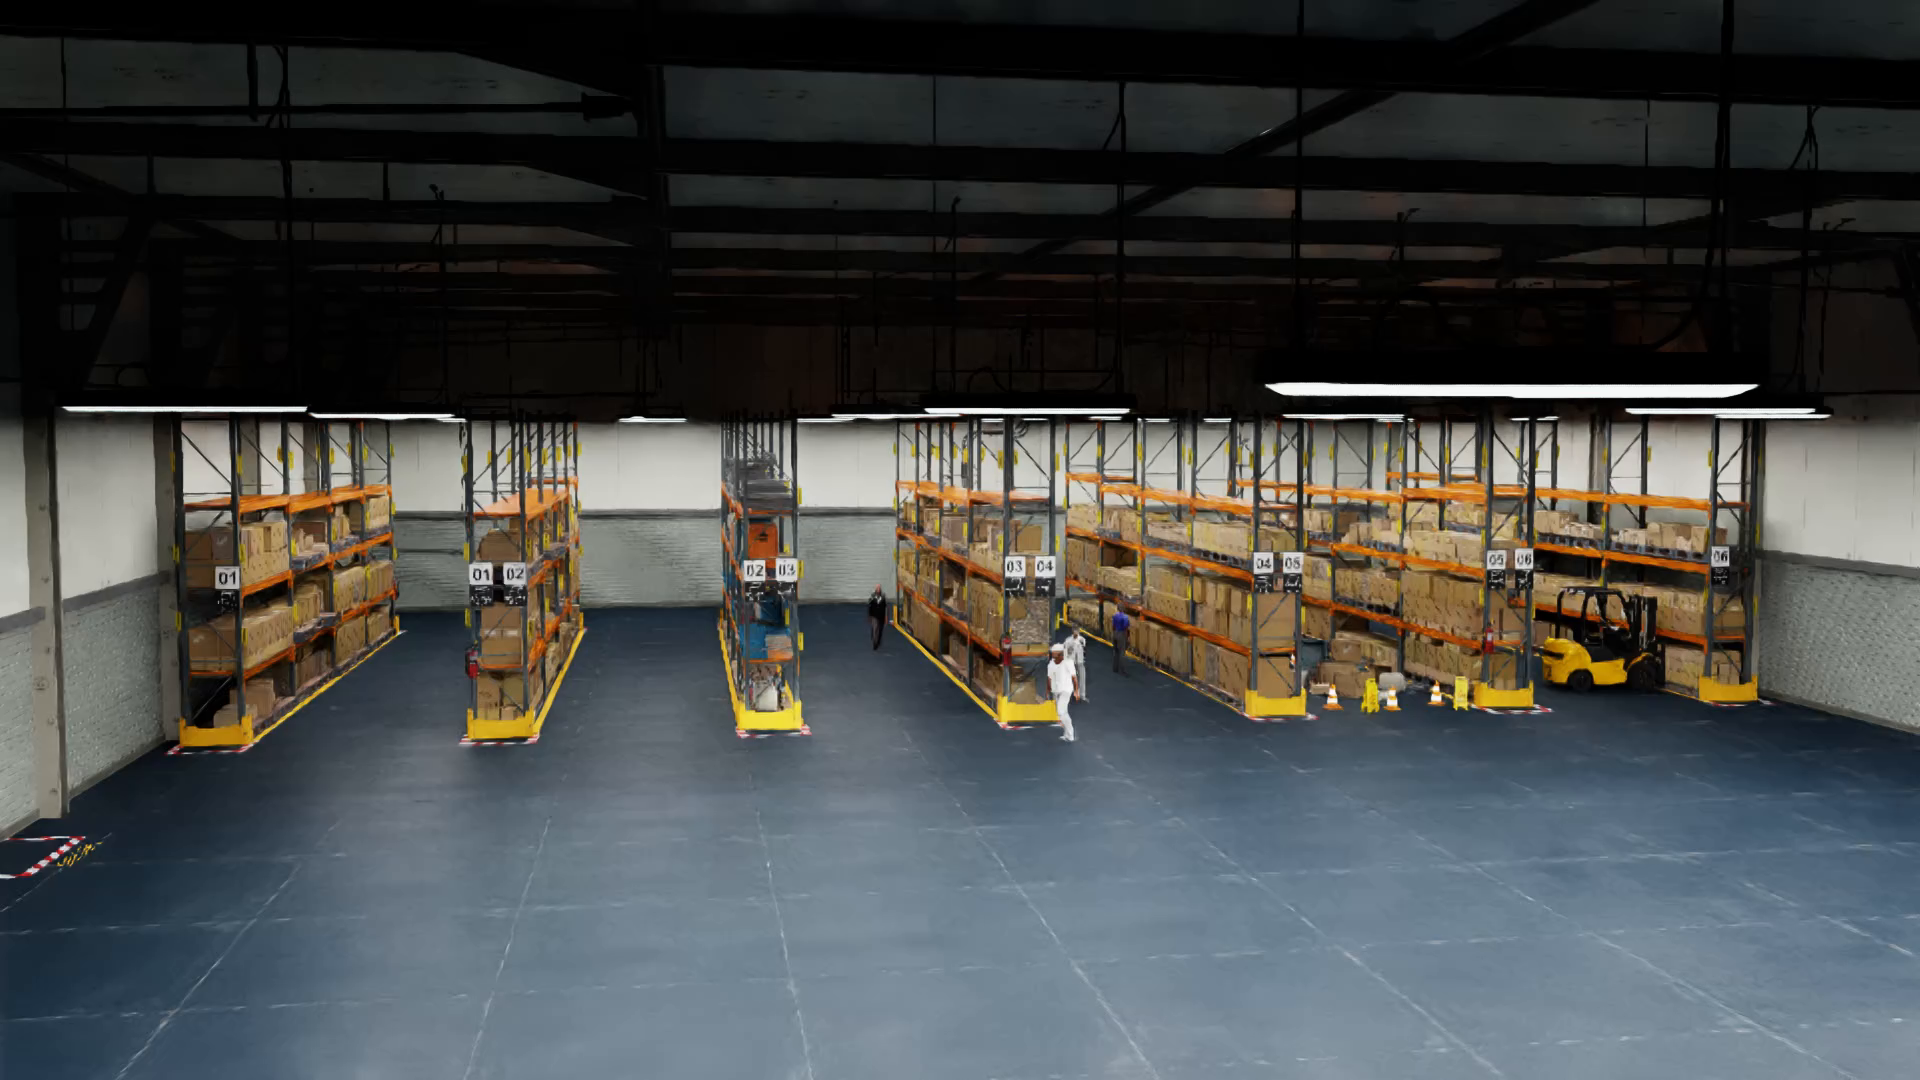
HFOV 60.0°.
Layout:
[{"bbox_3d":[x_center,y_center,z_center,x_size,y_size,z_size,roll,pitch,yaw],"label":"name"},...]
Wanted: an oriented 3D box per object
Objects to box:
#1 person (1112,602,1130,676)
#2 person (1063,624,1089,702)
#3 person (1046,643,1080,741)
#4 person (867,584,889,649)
[{"bbox_3d":[3.675,2.240,37.898,0.421,1.663,0.502,-4,5,-41],"label":"person"},{"bbox_3d":[2.369,2.512,34.315,0.496,1.583,1.072,-1,4,-8],"label":"person"},{"bbox_3d":[1.845,2.737,30.053,0.488,1.752,0.660,-4,5,-42],"label":"person"},{"bbox_3d":[-2.074,1.933,42.439,0.543,1.644,1.119,-1,4,-12],"label":"person"}]
